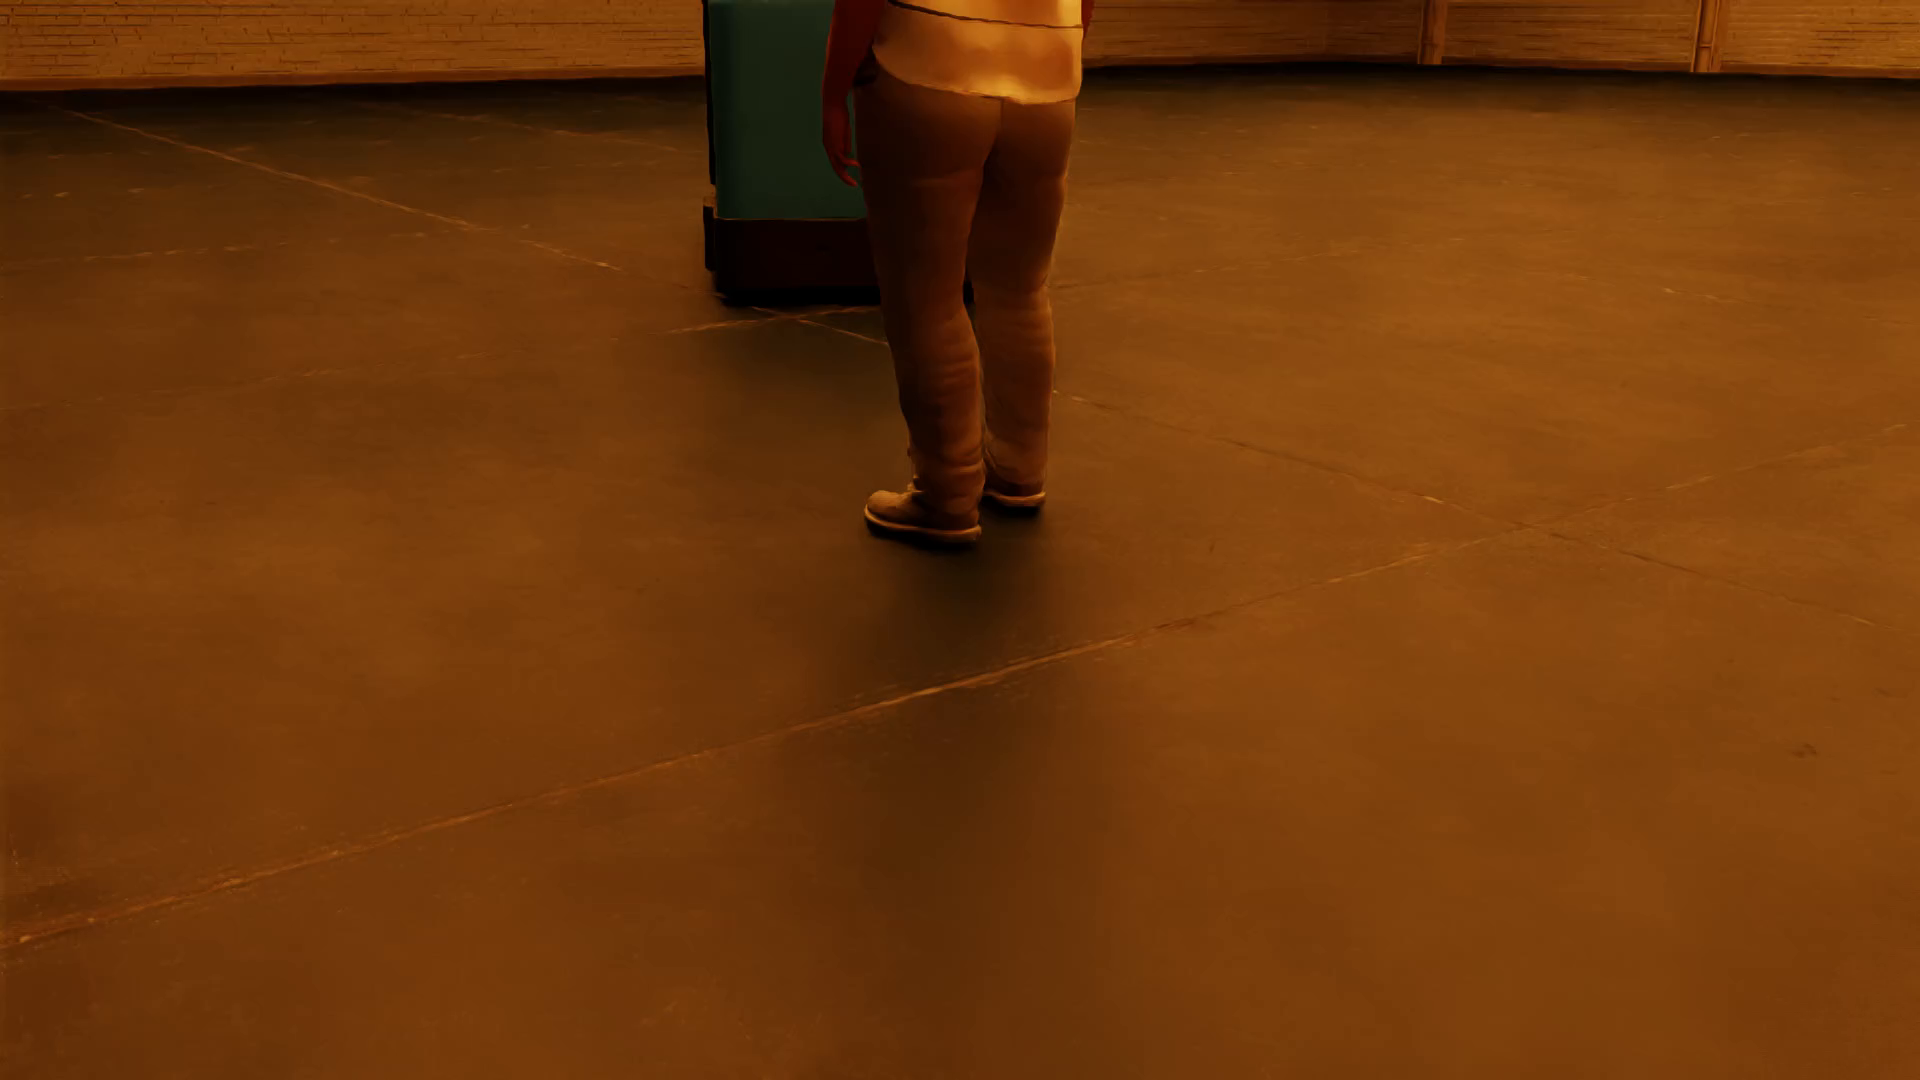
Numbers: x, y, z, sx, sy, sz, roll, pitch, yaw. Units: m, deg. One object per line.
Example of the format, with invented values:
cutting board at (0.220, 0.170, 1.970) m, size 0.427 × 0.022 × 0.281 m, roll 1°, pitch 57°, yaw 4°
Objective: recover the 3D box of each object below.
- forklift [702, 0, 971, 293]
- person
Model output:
forklift at (-0.542, -2.685, 6.915) m, size 1.130 × 2.935 × 3.031 m, roll -2°, pitch 18°, yaw -8°
person at (-0.026, -0.824, 3.121) m, size 0.598 × 1.669 × 0.529 m, roll -12°, pitch 21°, yaw -34°
